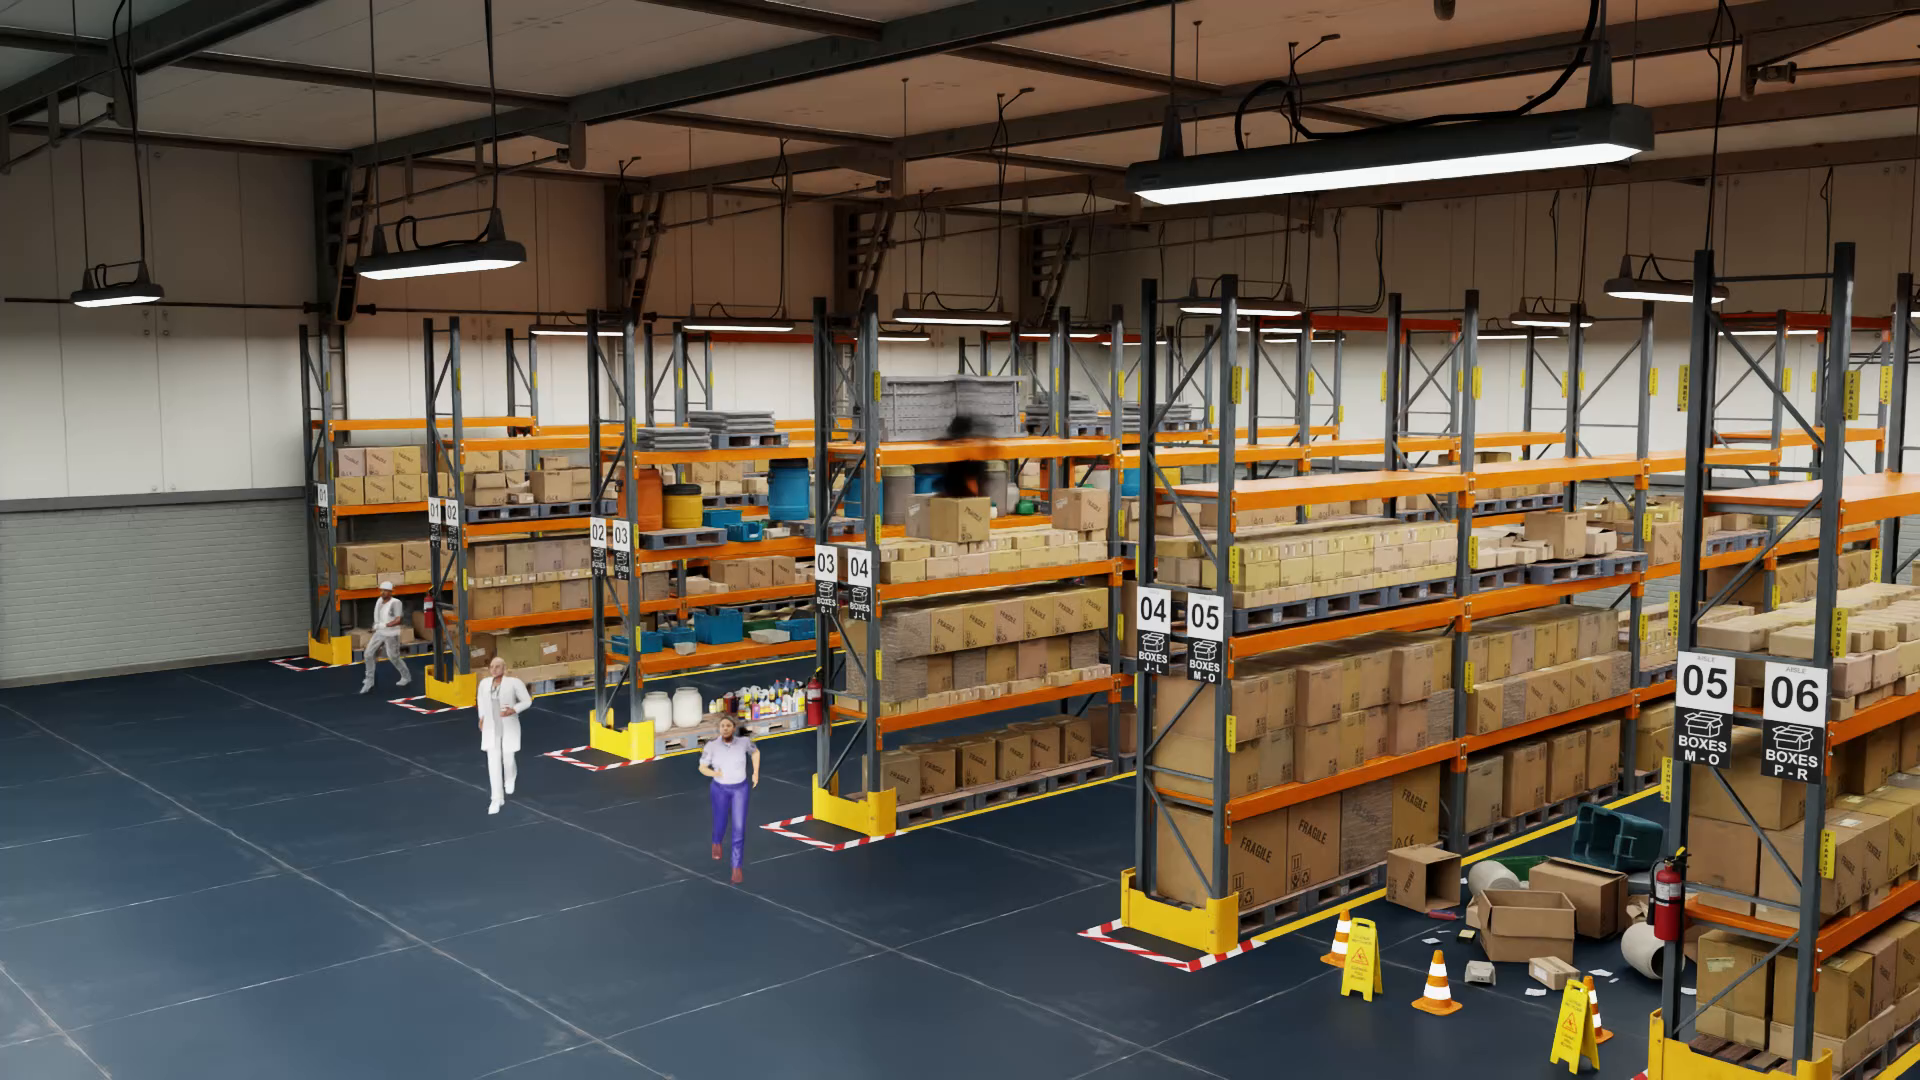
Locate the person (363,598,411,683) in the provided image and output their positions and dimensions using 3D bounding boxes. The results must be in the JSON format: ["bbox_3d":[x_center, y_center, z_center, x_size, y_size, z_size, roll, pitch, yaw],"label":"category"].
[{"bbox_3d":[-9.303,1.610,26.992,0.559,1.406,0.718,4,7,32],"label":"person"}]

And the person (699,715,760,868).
[{"bbox_3d":[-2.376,2.557,17.180,0.615,1.530,0.843,-1,6,-6],"label":"person"}]

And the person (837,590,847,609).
[{"bbox_3d":[-2.451,0.800,34.661,0.631,1.736,0.968,4,7,34],"label":"person"}]

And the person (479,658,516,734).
[{"bbox_3d":[-5.444,1.844,19.713,0.658,0.897,0.583,0,6,-2],"label":"person"}]
